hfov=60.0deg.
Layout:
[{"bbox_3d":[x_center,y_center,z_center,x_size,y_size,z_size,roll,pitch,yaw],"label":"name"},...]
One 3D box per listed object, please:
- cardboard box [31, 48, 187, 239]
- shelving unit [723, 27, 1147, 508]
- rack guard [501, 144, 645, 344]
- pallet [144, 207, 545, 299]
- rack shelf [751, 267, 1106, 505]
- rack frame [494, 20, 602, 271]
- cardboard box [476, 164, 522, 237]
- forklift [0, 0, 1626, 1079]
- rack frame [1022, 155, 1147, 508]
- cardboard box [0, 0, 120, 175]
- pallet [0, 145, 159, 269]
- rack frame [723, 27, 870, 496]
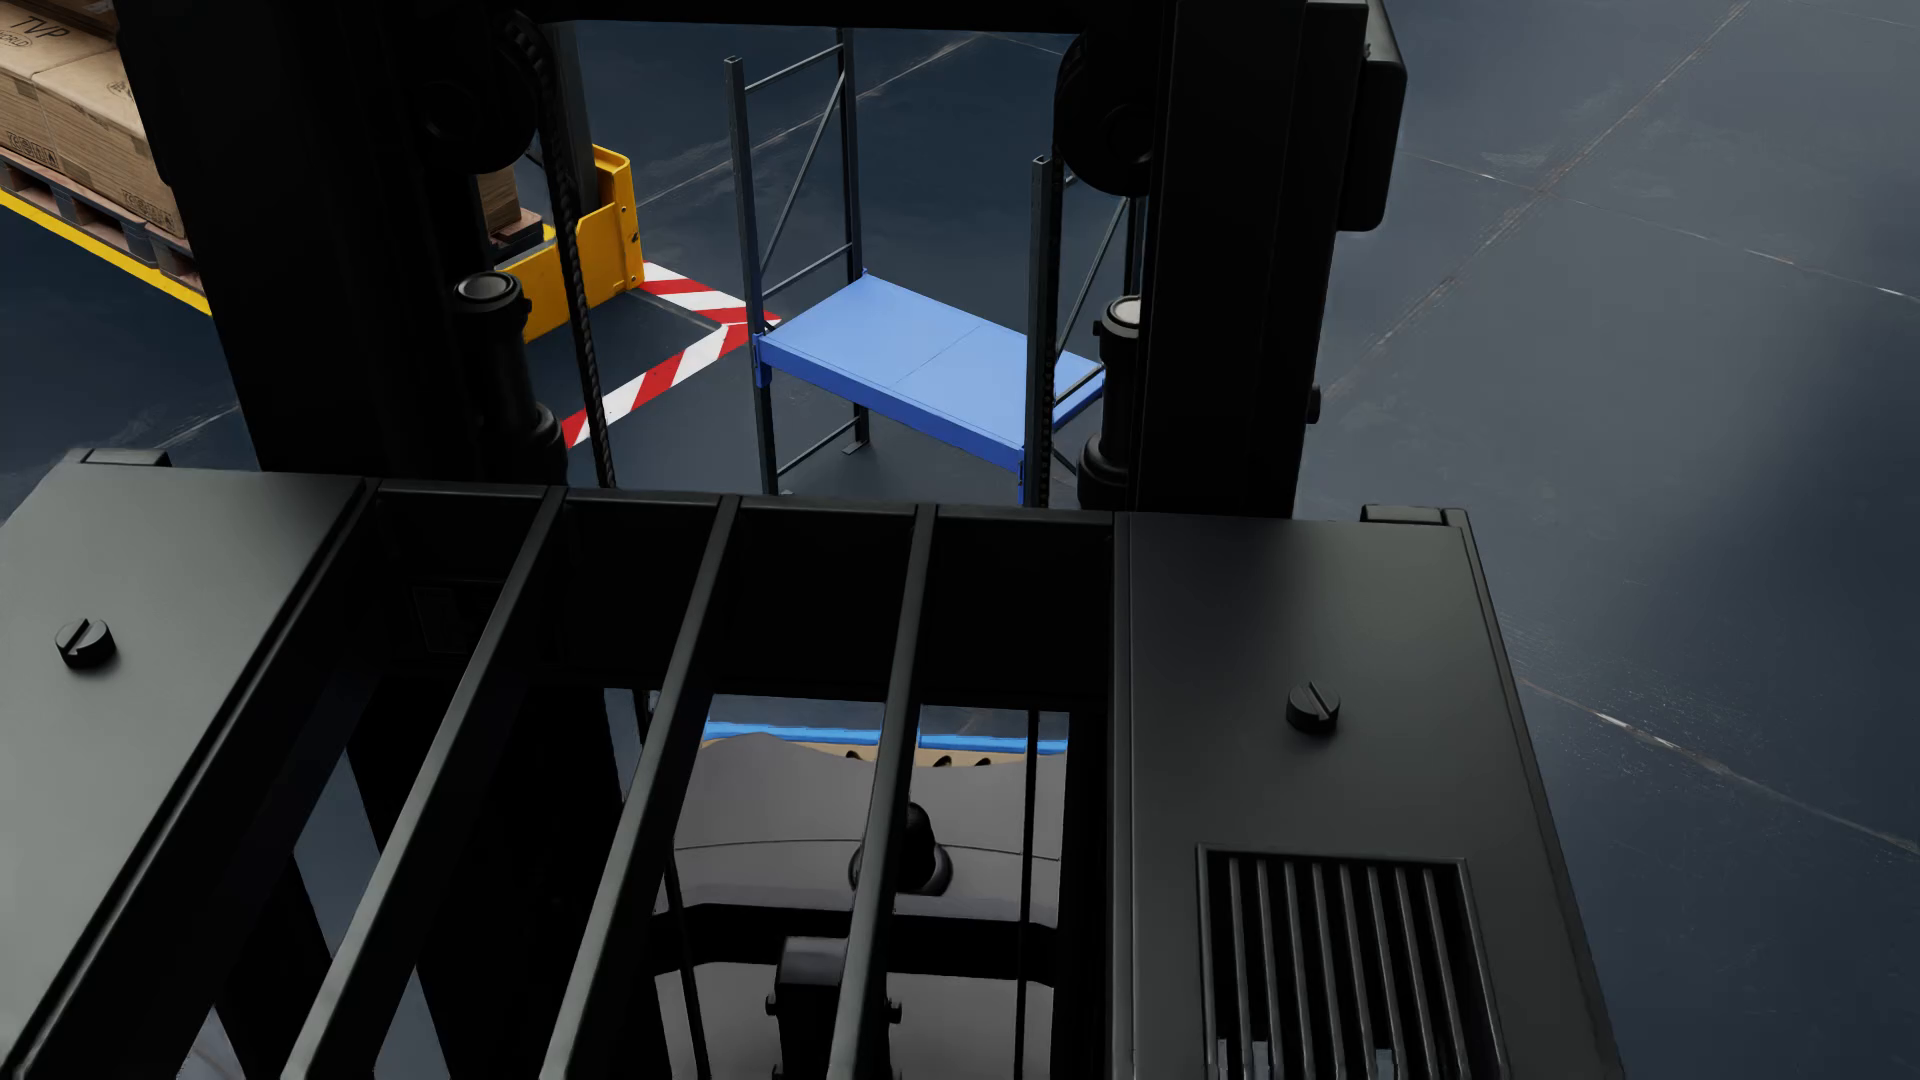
[{"bbox_3d":[-3.045,-1.695,6.720,0.875,0.438,0.875,27,45,30],"label":"cardboard box"},{"bbox_3d":[-0.068,-0.622,4.828,1.048,1.500,0.538,25,45,29],"label":"shelving unit"},{"bbox_3d":[-1.708,-1.009,6.133,0.348,0.500,1.175,25,45,29],"label":"rack guard"},{"bbox_3d":[-2.410,-1.165,6.567,1.213,0.211,1.003,25,45,29],"label":"pallet"},{"bbox_3d":[-0.068,-0.481,4.939,1.000,0.185,0.538,25,45,29],"label":"rack shelf"},{"bbox_3d":[-1.728,-2.002,5.374,0.127,3.000,1.000,25,45,29],"label":"rack frame"},{"bbox_3d":[-2.312,-1.357,6.287,0.875,0.438,0.875,24,44,27],"label":"cardboard box"},{"bbox_3d":[-0.183,0.947,1.662,1.130,2.935,3.031,3,38,3],"label":"forklift"},{"bbox_3d":[0.336,-0.432,4.585,0.032,1.500,0.500,25,45,29],"label":"rack frame"},{"bbox_3d":[-3.760,-2.034,7.152,0.875,0.438,0.875,24,44,27],"label":"cardboard box"},{"bbox_3d":[-3.375,-1.622,7.151,1.213,0.211,1.003,25,45,29],"label":"pallet"},{"bbox_3d":[-0.472,-0.813,5.072,0.032,1.500,0.500,25,45,29],"label":"rack frame"}]
